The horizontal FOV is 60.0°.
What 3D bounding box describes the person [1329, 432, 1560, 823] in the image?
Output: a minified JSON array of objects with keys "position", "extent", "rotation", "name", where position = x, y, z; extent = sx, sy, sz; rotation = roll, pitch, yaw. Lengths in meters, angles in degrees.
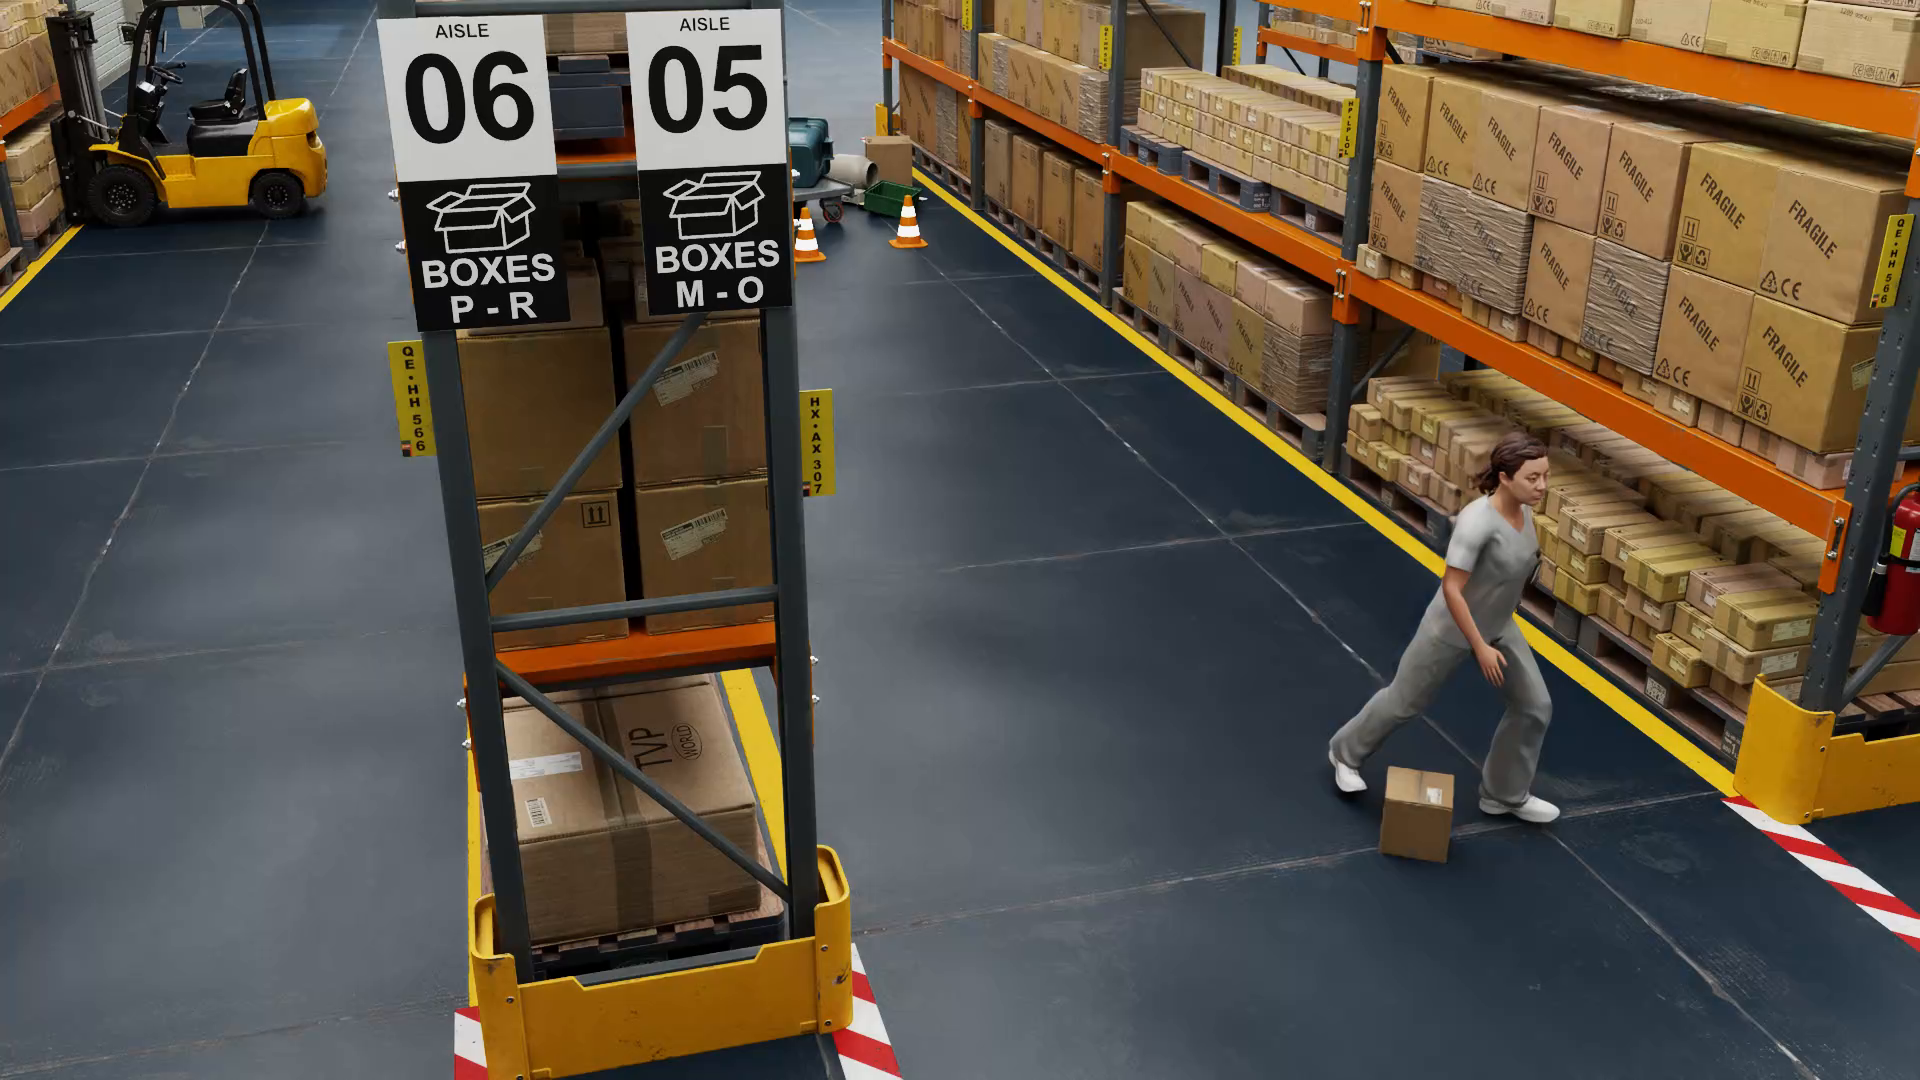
[{"position":[1.902,0.312,6.398],"extent":[0.558,1.603,0.850],"rotation":[-16,28,-33],"name":"person"}]
